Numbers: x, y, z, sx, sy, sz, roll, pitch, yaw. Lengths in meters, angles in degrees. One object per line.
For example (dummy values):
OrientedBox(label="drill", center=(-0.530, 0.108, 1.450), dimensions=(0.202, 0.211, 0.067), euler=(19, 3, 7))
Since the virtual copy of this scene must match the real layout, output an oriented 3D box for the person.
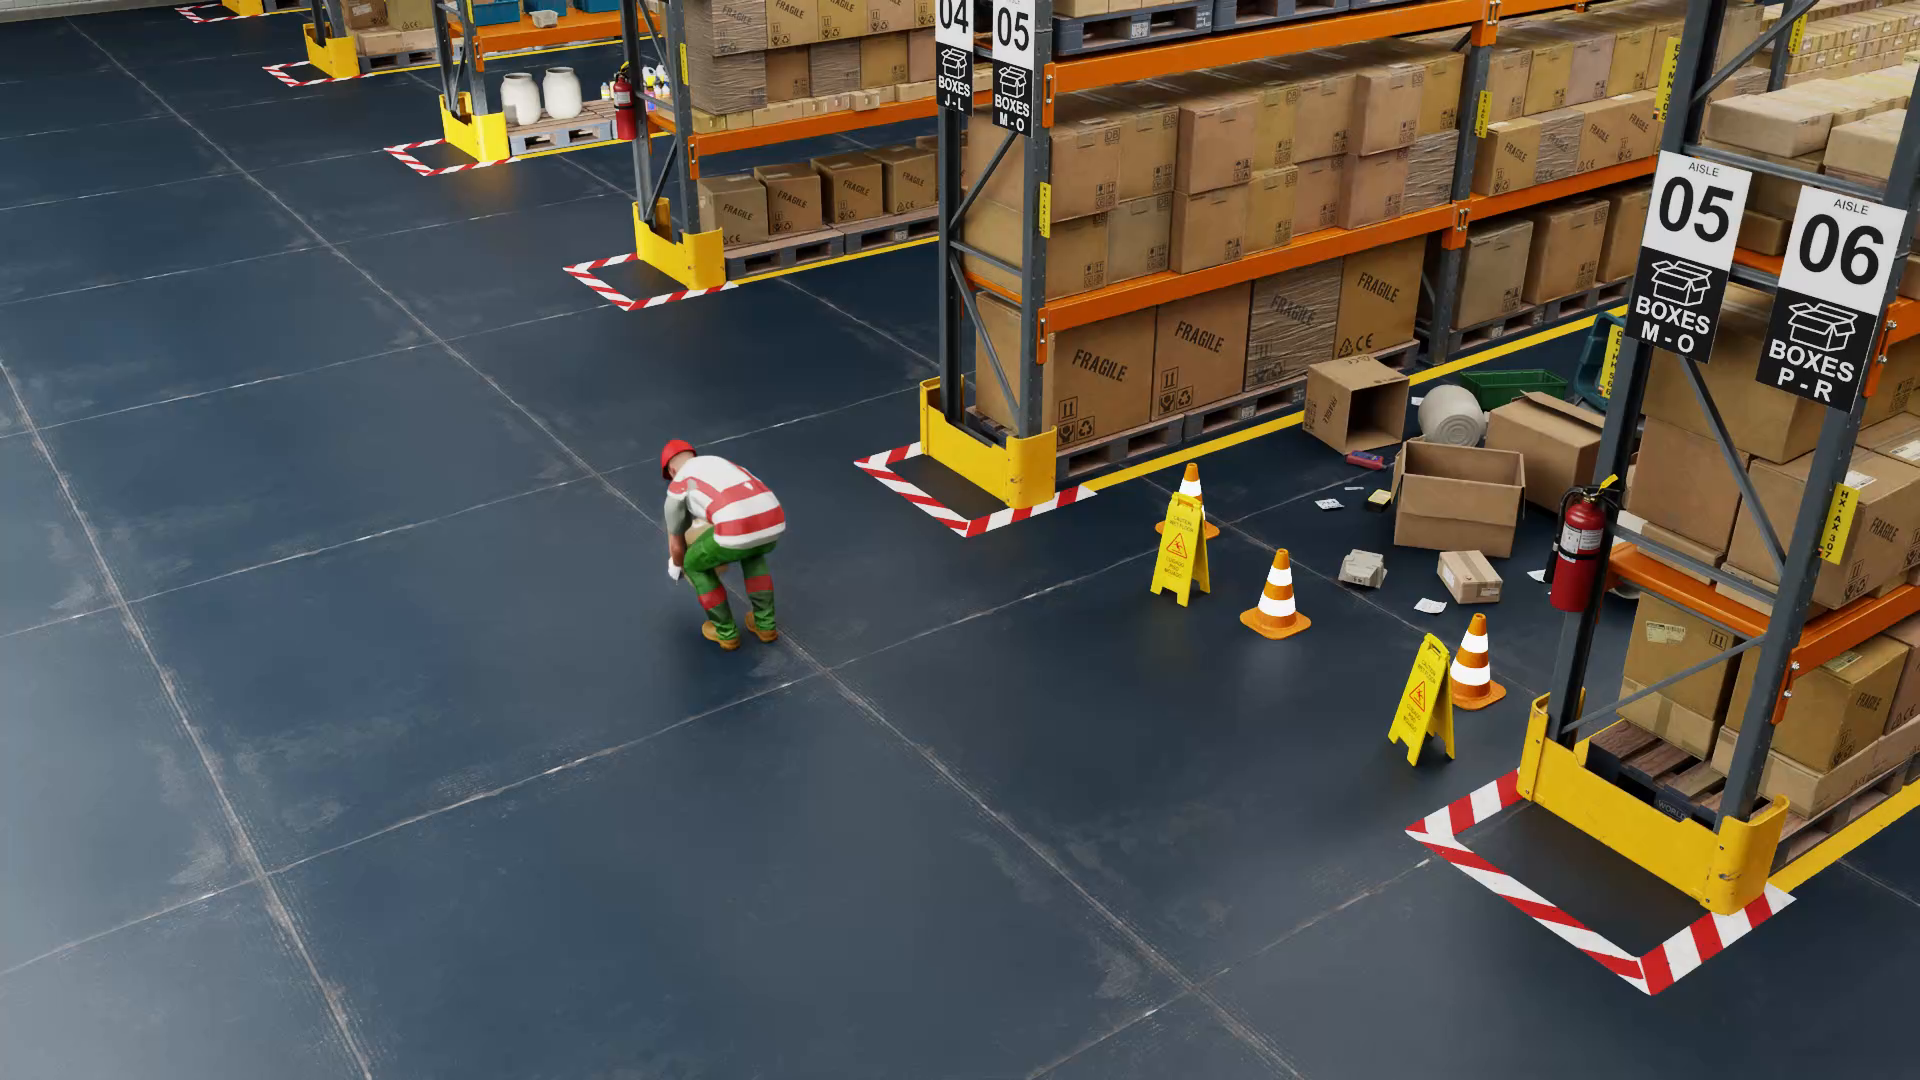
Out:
OrientedBox(label="person", center=(-1.342, 0.033, 9.323), dimensions=(0.522, 1.041, 0.958), euler=(-20, 34, -33))
